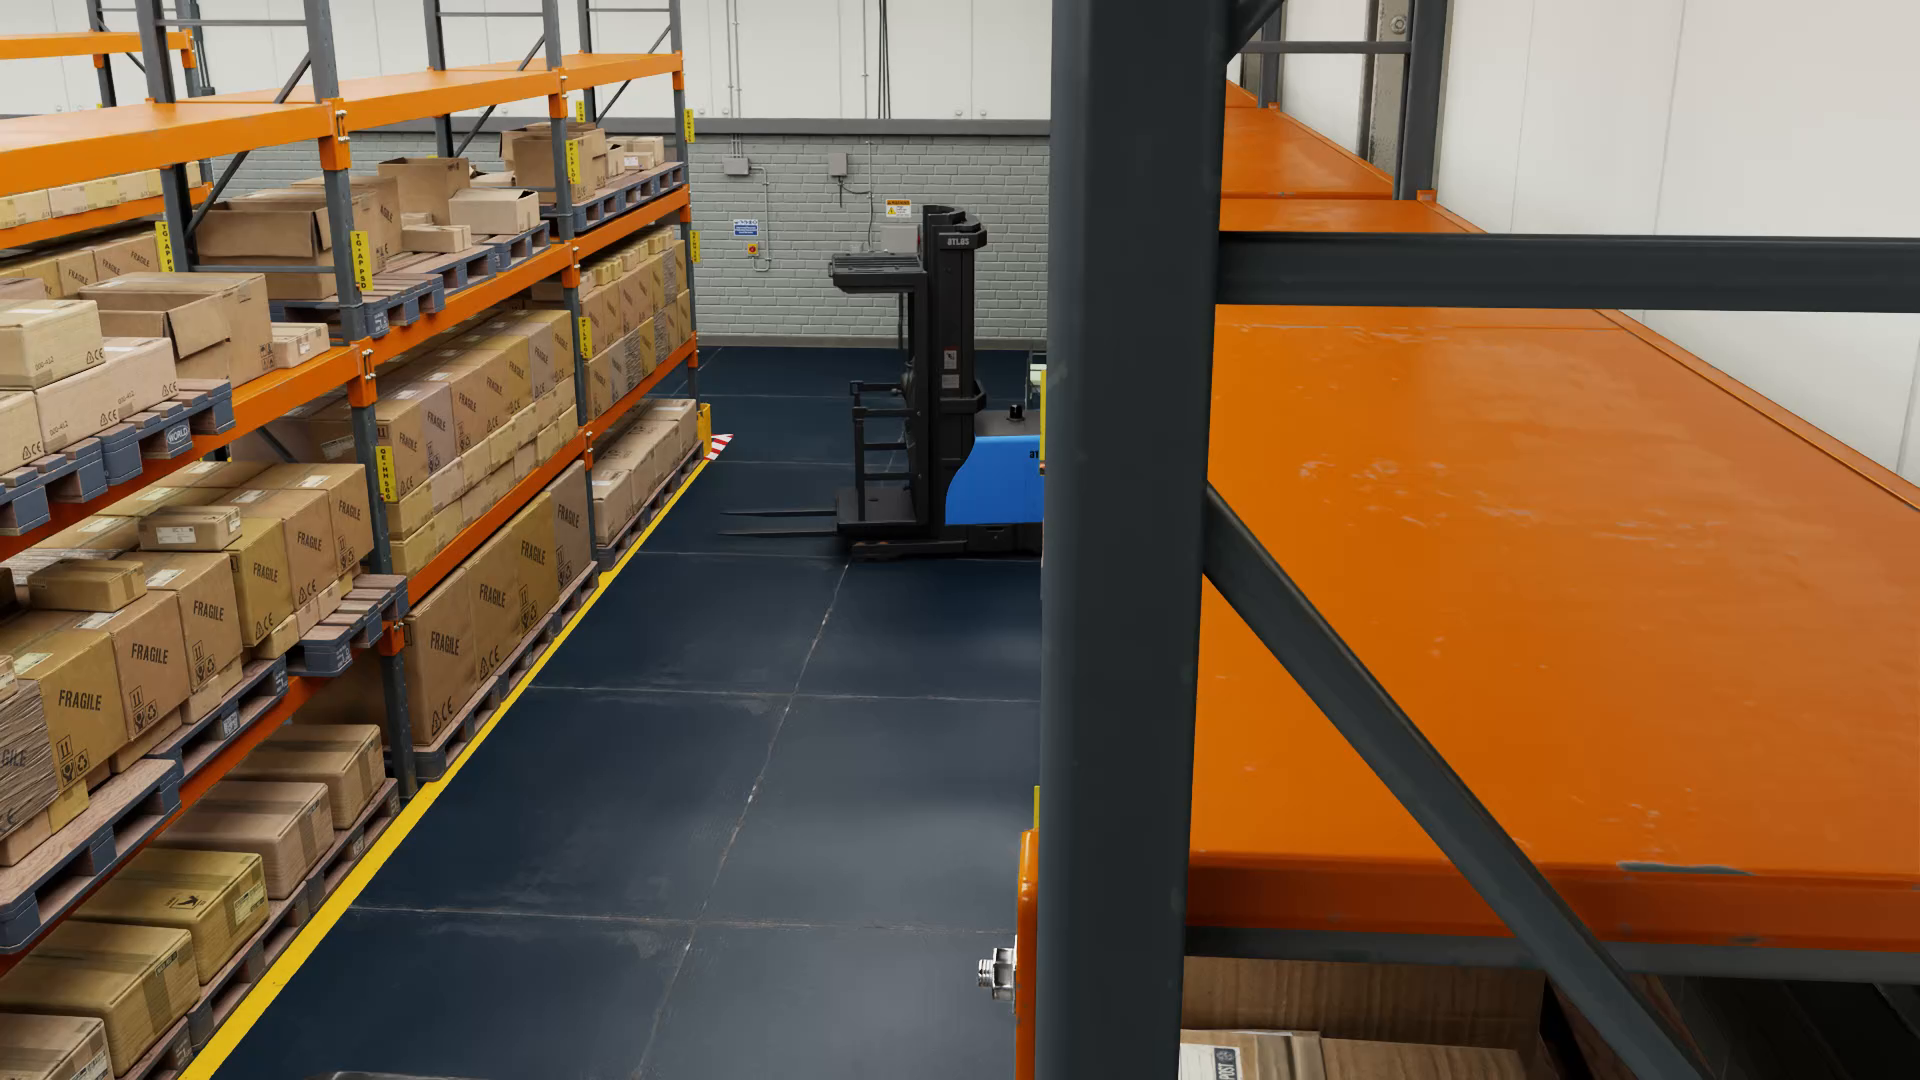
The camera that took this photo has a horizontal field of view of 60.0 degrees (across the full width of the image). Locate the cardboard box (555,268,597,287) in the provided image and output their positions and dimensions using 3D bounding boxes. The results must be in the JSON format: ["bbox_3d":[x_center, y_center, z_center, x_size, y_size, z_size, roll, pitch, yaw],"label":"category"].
[{"bbox_3d":[-3.283,-2.199,14.010,0.380,0.149,0.250,1,18,3],"label":"cardboard box"}]

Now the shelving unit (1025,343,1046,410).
[{"bbox_3d":[0.834,-1.045,15.701,0.431,1.500,0.755,1,18,4],"label":"shelving unit"}]

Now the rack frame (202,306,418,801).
[{"bbox_3d":[-3.830,0.126,9.720,1.000,3.000,0.127,1,18,4],"label":"rack frame"}]

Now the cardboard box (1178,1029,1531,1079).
[{"bbox_3d":[0.336,0.858,1.675,0.500,0.500,0.500,2,18,6],"label":"cardboard box"}]

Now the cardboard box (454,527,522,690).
[{"bbox_3d":[-3.630,0.447,11.480,0.875,0.875,0.875,2,18,5],"label":"cardboard box"}]

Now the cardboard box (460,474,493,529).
[{"bbox_3d":[-3.482,-0.271,11.175,0.500,0.250,0.500,2,18,6],"label":"cardboard box"}]

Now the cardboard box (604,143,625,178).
[{"bbox_3d":[-3.414,-3.525,15.353,0.500,0.311,0.500,2,18,5],"label":"cardboard box"}]

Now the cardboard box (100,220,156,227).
[{"bbox_3d":[-8.498,-2.968,16.919,0.500,0.500,0.500,1,18,4],"label":"cardboard box"}]

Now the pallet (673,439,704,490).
[{"bbox_3d":[-3.236,-0.783,16.974,1.003,0.211,1.213,1,18,4],"label":"pallet"}]

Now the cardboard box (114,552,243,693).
[{"bbox_3d":[-3.687,0.372,7.656,0.500,0.500,0.500,1,18,2],"label":"cardboard box"}]

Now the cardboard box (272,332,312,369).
[{"bbox_3d":[-3.653,-1.000,8.743,0.380,0.149,0.250,1,18,4],"label":"cardboard box"}]

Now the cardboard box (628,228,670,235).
[{"bbox_3d":[-3.077,-2.994,16.434,0.380,0.149,0.250,2,18,5],"label":"cardboard box"}]

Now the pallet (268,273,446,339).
[{"bbox_3d":[-3.837,-1.410,9.896,1.213,0.211,1.003,2,18,6],"label":"pallet"}]

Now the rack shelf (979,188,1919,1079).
[{"bbox_3d":[0.691,-0.219,2.939,1.077,0.370,4.000,1,18,4],"label":"rack shelf"}]

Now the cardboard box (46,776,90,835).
[{"bbox_3d":[-3.736,1.047,6.641,0.380,0.149,0.250,2,18,5],"label":"cardboard box"}]

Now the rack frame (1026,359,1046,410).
[{"bbox_3d":[0.808,-0.931,15.354,0.400,1.500,0.023,1,18,4],"label":"rack frame"}]

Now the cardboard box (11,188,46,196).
[{"bbox_3d":[-8.174,-3.086,14.143,0.500,0.250,0.500,1,18,4],"label":"cardboard box"}]

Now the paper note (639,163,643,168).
[{"bbox_3d":[-2.827,-3.320,14.739,0.006,0.032,0.123,1,18,4],"label":"paper note"}]

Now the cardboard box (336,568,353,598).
[{"bbox_3d":[-3.566,0.238,9.108,0.380,0.149,0.250,2,18,5],"label":"cardboard box"}]

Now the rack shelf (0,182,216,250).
[{"bbox_3d":[-8.345,-2.900,15.293,1.077,0.370,4.000,1,18,4],"label":"rack shelf"}]

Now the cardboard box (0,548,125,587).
[{"bbox_3d":[-4.199,0.355,7.710,0.500,0.500,0.500,1,18,2],"label":"cardboard box"}]

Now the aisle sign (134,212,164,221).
[{"bbox_3d":[-8.495,-3.702,17.229,0.394,0.787,0.004,1,18,4],"label":"aisle sign"}]

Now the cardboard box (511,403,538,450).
[{"bbox_3d":[-3.392,-0.823,12.057,0.500,0.250,0.500,2,18,5],"label":"cardboard box"}]

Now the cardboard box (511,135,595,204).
[{"bbox_3d":[-3.292,-3.014,13.491,0.500,0.500,0.500,2,18,5],"label":"cardboard box"}]

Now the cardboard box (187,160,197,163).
[{"bbox_3d":[-7.981,-3.880,16.569,0.500,0.250,0.500,1,18,2],"label":"cardboard box"}]

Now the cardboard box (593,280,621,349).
[{"bbox_3d":[-3.225,-1.938,14.253,0.500,0.500,0.500,1,18,3],"label":"cardboard box"}]

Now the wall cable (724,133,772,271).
[{"bbox_3d":[-2.876,-4.608,22.486,0.585,1.953,0.123,1,18,4],"label":"wall cable"}]

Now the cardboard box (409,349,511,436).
[{"bbox_3d":[-3.433,-1.015,11.438,0.500,0.500,0.500,2,18,5],"label":"cardboard box"}]

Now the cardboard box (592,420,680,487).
[{"bbox_3d":[-3.262,-0.849,16.136,0.875,0.438,0.875,2,18,5],"label":"cardboard box"}]

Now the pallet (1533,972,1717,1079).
[{"bbox_3d":[0.709,0.738,3.177,1.003,0.211,1.213,1,18,4],"label":"pallet"}]

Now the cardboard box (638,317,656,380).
[{"bbox_3d":[-3.130,-1.774,15.359,0.500,0.500,0.500,2,18,6],"label":"cardboard box"}]

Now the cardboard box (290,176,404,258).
[{"bbox_3d":[-3.993,-2.100,10.862,0.500,0.500,0.500,1,18,4],"label":"cardboard box"}]

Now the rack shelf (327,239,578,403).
[{"bbox_3d":[-3.687,-1.578,11.261,1.077,0.370,4.000,1,18,4],"label":"rack shelf"}]

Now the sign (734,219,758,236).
[{"bbox_3d":[-2.920,-4.259,22.668,0.327,0.218,0.001,1,18,4],"label":"sign"}]

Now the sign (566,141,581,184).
[{"bbox_3d":[-3.002,-2.927,12.887,0.100,0.325,0.005,1,18,4],"label":"sign"}]

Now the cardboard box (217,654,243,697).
[{"bbox_3d":[-3.651,0.636,7.893,0.380,0.149,0.250,1,18,2],"label":"cardboard box"}]

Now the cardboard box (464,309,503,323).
[{"bbox_3d":[-3.862,-1.508,12.943,0.500,0.500,0.500,1,18,5],"label":"cardboard box"}]

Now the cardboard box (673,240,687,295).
[{"bbox_3d":[-3.054,-2.726,16.658,0.500,0.500,0.500,2,18,6],"label":"cardboard box"}]

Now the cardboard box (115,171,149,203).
[{"bbox_3d":[-8.048,-3.332,15.698,0.500,0.250,0.500,2,18,6],"label":"cardboard box"}]

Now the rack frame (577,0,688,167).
[{"bbox_3d":[-3.257,-5.209,16.369,1.000,3.000,0.127,1,18,4],"label":"rack frame"}]

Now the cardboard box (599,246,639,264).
[{"bbox_3d":[-3.157,-2.595,15.216,0.380,0.149,0.250,2,18,6],"label":"cardboard box"}]

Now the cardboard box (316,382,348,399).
[{"bbox_3d":[-4.026,-0.722,10.544,0.500,0.500,0.500,2,18,5],"label":"cardboard box"}]

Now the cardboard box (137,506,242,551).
[{"bbox_3d":[-3.666,-0.056,7.922,0.380,0.149,0.250,0,18,1],"label":"cardboard box"}]

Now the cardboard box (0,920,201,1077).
[{"bbox_3d":[-4.034,2.032,7.451,0.950,0.372,0.625,2,18,7],"label":"cardboard box"}]

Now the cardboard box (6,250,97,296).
[{"bbox_3d":[-8.124,-2.311,14.914,0.500,0.500,0.500,2,18,5],"label":"cardboard box"}]

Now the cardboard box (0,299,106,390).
[{"bbox_3d":[-3.650,-0.750,6.341,0.500,0.250,0.500,1,18,3],"label":"cardboard box"}]

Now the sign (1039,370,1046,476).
[{"bbox_3d":[0.292,-0.351,5.025,0.100,0.325,0.005,1,18,4],"label":"sign"}]

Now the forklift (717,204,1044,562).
[{"bbox_3d":[-0.620,-1.377,14.417,3.031,2.935,1.130,-2,18,-5],"label":"forklift"}]

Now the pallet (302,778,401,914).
[{"bbox_3d":[-3.888,1.694,9.414,1.003,0.211,1.213,1,18,4],"label":"pallet"}]
